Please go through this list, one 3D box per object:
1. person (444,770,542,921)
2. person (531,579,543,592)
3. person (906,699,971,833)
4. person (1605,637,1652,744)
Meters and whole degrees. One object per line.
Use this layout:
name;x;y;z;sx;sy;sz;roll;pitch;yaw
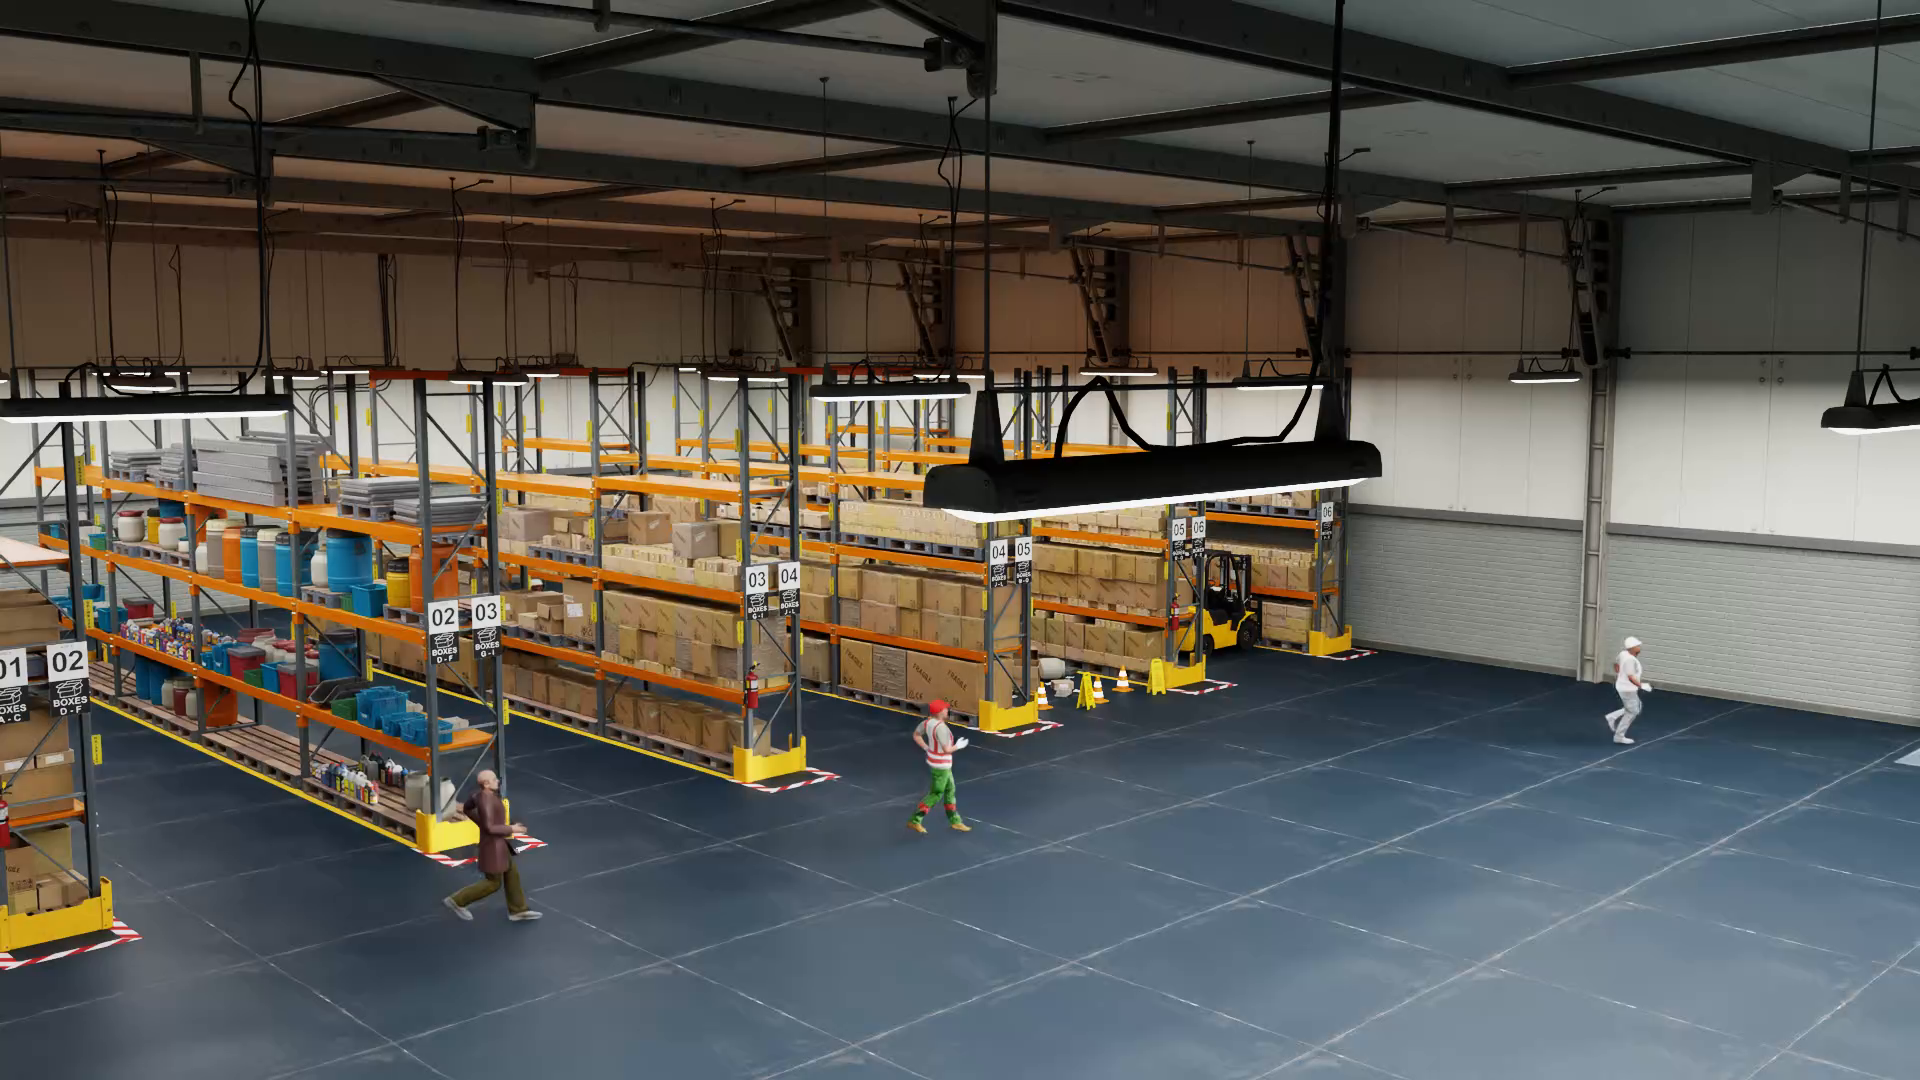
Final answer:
person;-5.165;3.392;18.345;1.052;1.757;0.724;-2;7;-20
person;-8.460;1.683;33.385;0.791;1.824;0.676;6;9;44
person;-0.270;2.970;21.713;0.920;1.809;0.648;-2;7;-16
person;10.846;2.429;26.995;0.663;1.736;0.710;1;7;12
